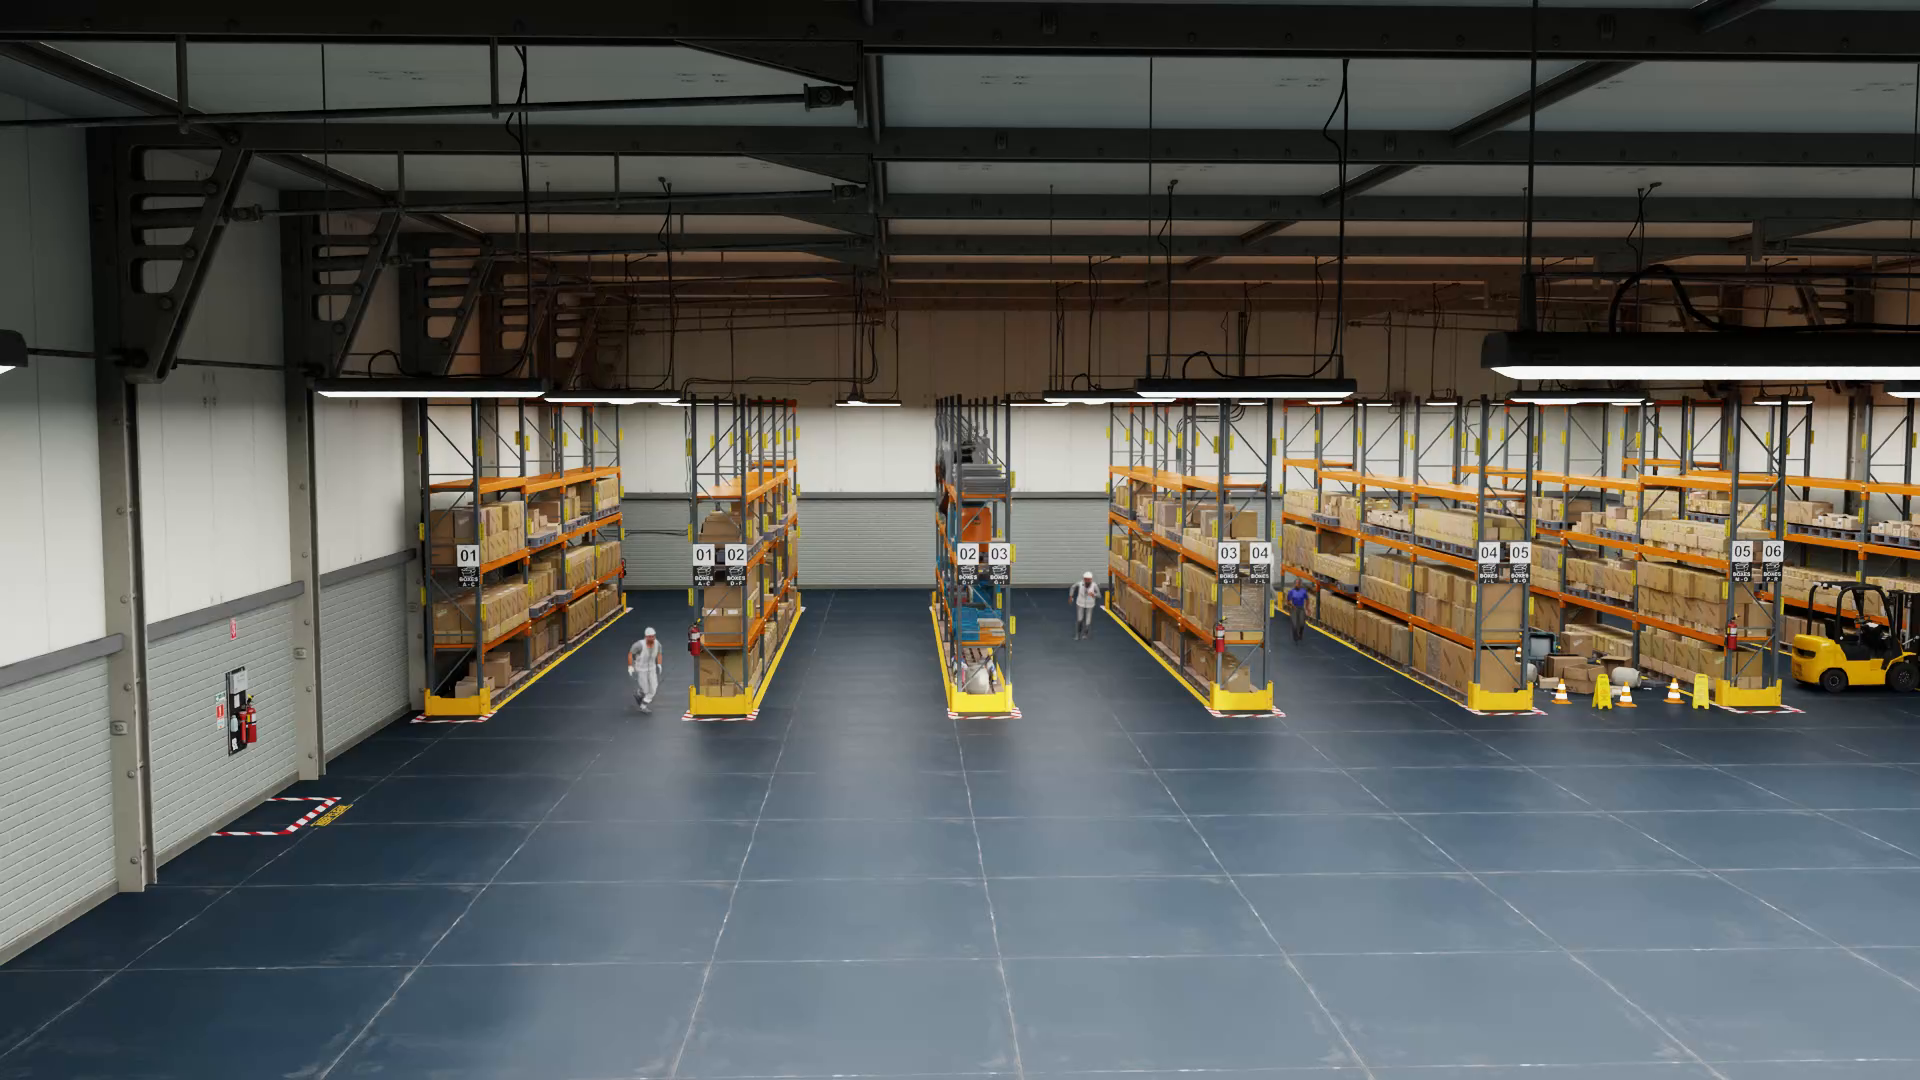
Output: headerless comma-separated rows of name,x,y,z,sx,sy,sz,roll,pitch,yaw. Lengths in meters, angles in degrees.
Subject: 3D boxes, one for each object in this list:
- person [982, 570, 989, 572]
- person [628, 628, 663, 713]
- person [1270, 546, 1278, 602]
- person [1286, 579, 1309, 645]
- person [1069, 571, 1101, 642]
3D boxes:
person,0.602,1.057,48.248,0.745,1.742,0.719,2,5,25
person,-5.928,2.442,31.290,0.662,1.639,0.788,-3,5,-33
person,9.042,1.049,48.689,0.831,1.807,0.713,-1,5,-11
person,8.207,1.747,40.364,0.570,1.617,0.553,0,5,5
person,2.943,1.558,39.064,0.724,1.685,0.764,0,4,1
